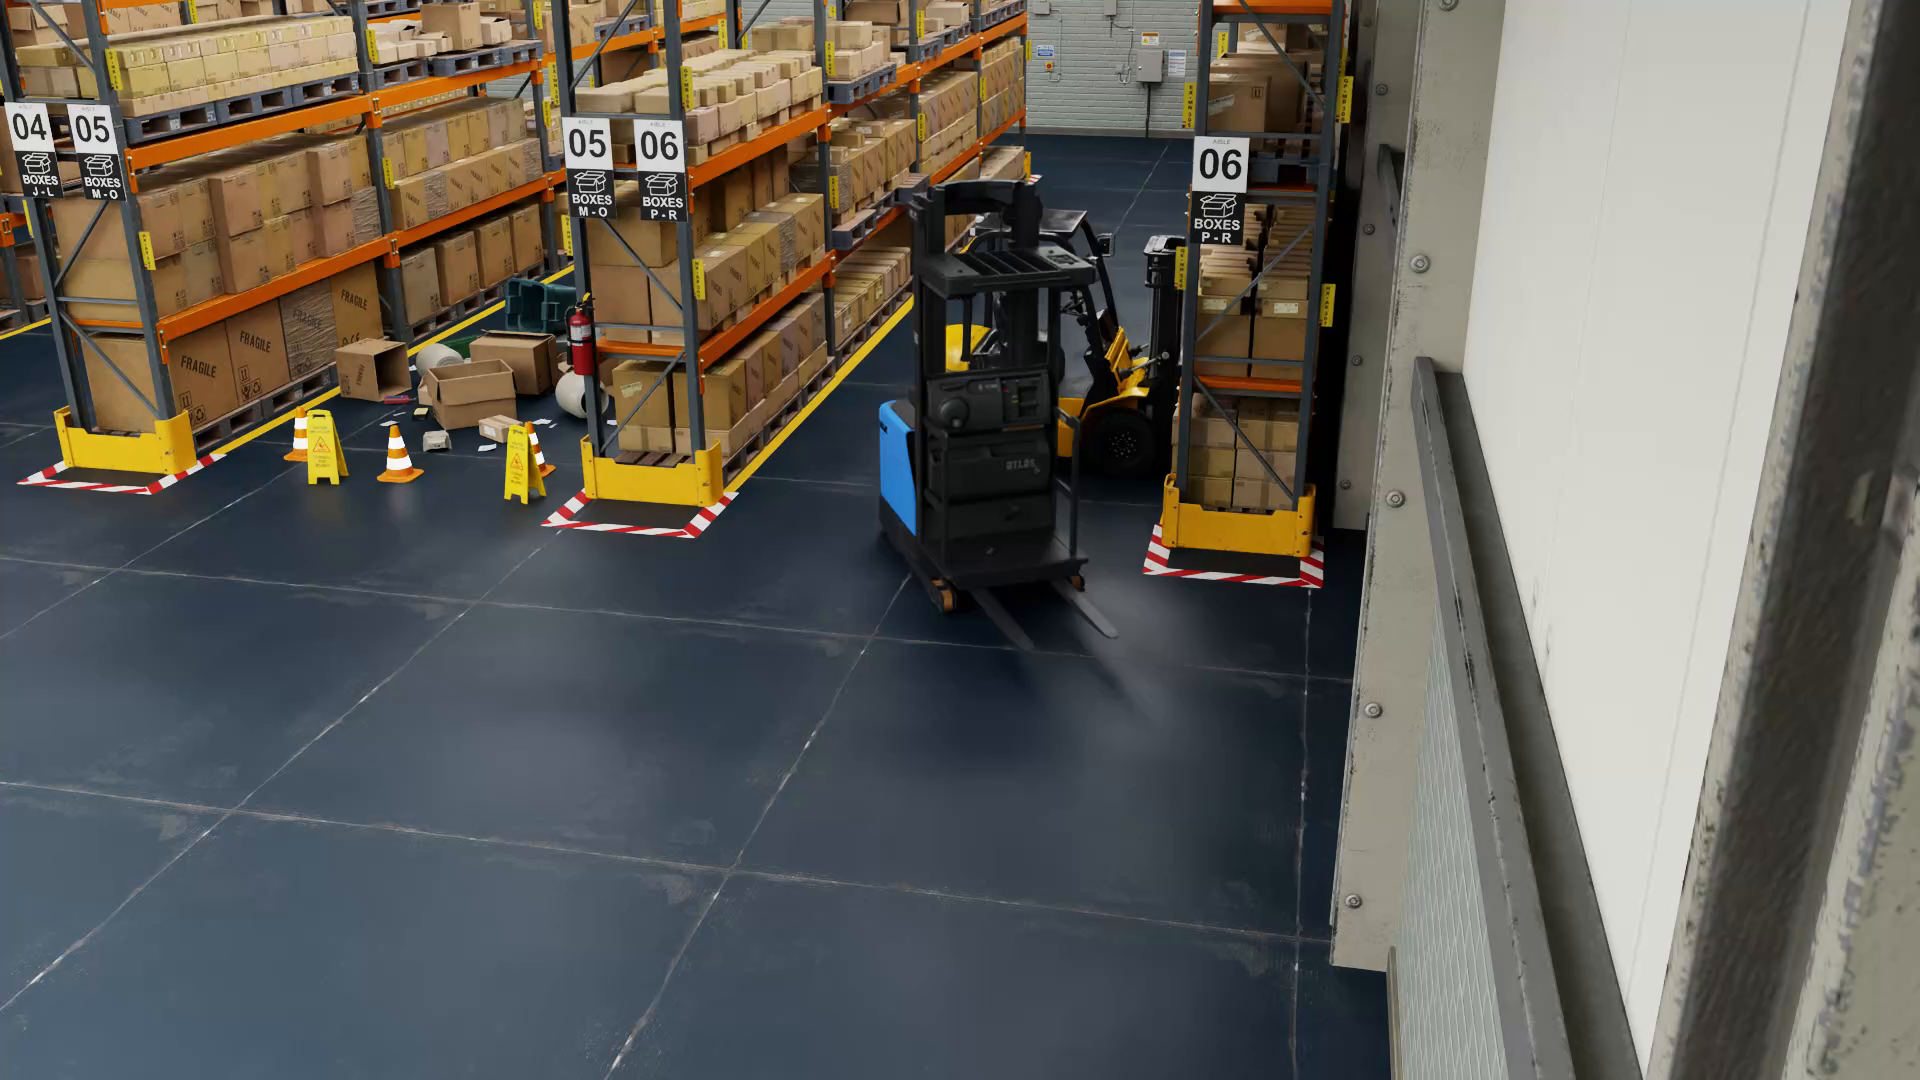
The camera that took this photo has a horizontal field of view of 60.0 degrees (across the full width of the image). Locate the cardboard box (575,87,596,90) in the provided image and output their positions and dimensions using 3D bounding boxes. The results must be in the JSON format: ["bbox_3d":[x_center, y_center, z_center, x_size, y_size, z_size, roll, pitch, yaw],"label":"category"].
[{"bbox_3d":[-5.596,-6.720,25.032,0.380,0.149,0.250,6,23,14],"label":"cardboard box"}]

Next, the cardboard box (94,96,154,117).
[{"bbox_3d":[-7.130,-3.703,14.188,0.380,0.149,0.250,5,22,11],"label":"cardboard box"}]

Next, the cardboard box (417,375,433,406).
[{"bbox_3d":[-5.245,-1.512,16.782,0.396,0.266,0.258,8,23,20],"label":"cardboard box"}]

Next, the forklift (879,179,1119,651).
[{"bbox_3d":[0.280,-1.001,11.946,1.130,2.935,3.031,-7,23,-17],"label":"forklift"}]

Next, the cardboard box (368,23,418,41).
[{"bbox_3d":[-6.555,-5.798,19.173,0.500,0.311,0.500,4,22,9],"label":"cardboard box"}]

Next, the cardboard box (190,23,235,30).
[{"bbox_3d":[-7.311,-4.955,16.229,0.380,0.149,0.250,5,22,11],"label":"cardboard box"}]

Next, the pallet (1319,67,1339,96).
[{"bbox_3d":[3.569,-4.934,17.857,1.003,0.211,1.213,6,23,13],"label":"pallet"}]

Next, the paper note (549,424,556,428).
[{"bbox_3d":[-3.945,-1.109,16.123,0.032,0.001,0.123,4,22,11],"label":"paper note"}]

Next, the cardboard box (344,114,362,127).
[{"bbox_3d":[-9.728,-6.744,25.981,0.500,0.500,0.500,5,22,11],"label":"cardboard box"}]

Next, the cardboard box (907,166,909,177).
[{"bbox_3d":[-0.835,-4.508,20.337,0.380,0.149,0.250,5,22,12],"label":"cardboard box"}]

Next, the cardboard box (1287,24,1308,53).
[{"bbox_3d":[3.454,-5.535,18.267,0.700,0.500,0.500,4,22,10],"label":"cardboard box"}]

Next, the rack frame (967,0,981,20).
[{"bbox_3d":[-0.199,-8.917,23.479,1.000,3.000,0.127,4,22,11],"label":"rack frame"}]

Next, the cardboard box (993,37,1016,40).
[{"bbox_3d":[0.712,-8.167,27.307,0.380,0.149,0.250,5,22,12],"label":"cardboard box"}]

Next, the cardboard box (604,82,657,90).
[{"bbox_3d":[-2.743,-3.723,13.866,0.380,0.149,0.250,4,22,10],"label":"cardboard box"}]

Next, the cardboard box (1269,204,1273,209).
[{"bbox_3d":[3.018,-3.502,17.062,0.380,0.149,0.250,4,22,11],"label":"cardboard box"}]

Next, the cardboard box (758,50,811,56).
[{"bbox_3d":[-1.854,-4.950,17.282,0.500,0.250,0.500,4,22,10],"label":"cardboard box"}]

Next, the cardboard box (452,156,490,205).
[{"bbox_3d":[-6.016,-4.320,19.962,0.500,0.500,0.500,5,22,12],"label":"cardboard box"}]

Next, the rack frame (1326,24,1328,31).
[{"bbox_3d":[3.845,-7.077,18.911,1.000,3.000,0.127,4,22,11],"label":"rack frame"}]

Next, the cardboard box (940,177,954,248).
[{"bbox_3d":[-0.607,-4.453,22.707,0.875,0.875,0.875,5,22,12],"label":"cardboard box"}]

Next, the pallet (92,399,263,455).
[{"bbox_3d":[-7.427,-1.091,15.810,1.003,0.211,1.213,4,22,11],"label":"pallet"}]

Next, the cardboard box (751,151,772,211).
[{"bbox_3d":[-2.259,-3.527,16.256,0.700,0.500,0.500,5,22,11],"label":"cardboard box"}]

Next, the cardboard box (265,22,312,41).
[{"bbox_3d":[-6.615,-5.001,16.344,0.380,0.149,0.250,5,22,12],"label":"cardboard box"}]

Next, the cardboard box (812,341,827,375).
[{"bbox_3d":[-1.689,-1.891,17.183,0.500,0.250,0.500,5,23,13],"label":"cardboard box"}]

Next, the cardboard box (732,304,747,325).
[{"bbox_3d":[-2.107,-2.011,14.699,0.380,0.149,0.250,5,22,12],"label":"cardboard box"}]

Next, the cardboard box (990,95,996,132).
[{"bbox_3d":[0.260,-6.516,25.414,0.500,0.500,0.500,5,22,11],"label":"cardboard box"}]

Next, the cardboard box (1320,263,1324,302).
[{"bbox_3d":[3.002,-2.324,15.005,0.500,0.500,0.500,4,22,9],"label":"cardboard box"}]

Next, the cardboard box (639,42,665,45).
[{"bbox_3d":[-5.015,-7.691,26.595,0.500,0.500,0.500,5,22,12],"label":"cardboard box"}]

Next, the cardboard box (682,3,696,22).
[{"bbox_3d":[-4.494,-8.319,26.209,0.500,0.250,0.500,5,23,13],"label":"cardboard box"}]

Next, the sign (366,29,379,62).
[{"bbox_3d":[-6.154,-5.175,17.405,0.100,0.325,0.005,4,22,11],"label":"sign"}]

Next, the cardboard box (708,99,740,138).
[{"bbox_3d":[-2.172,-3.552,13.977,0.500,0.250,0.500,4,22,10],"label":"cardboard box"}]

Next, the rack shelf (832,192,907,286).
[{"bbox_3d":[-1.423,-3.606,19.286,1.077,0.370,4.000,4,22,11],"label":"rack shelf"}]

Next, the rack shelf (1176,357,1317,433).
[{"bbox_3d":[2.621,-1.766,14.717,1.077,0.370,4.000,4,22,11],"label":"rack shelf"}]

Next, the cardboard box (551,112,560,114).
[{"bbox_3d":[-5.491,-5.708,22.520,0.380,0.149,0.250,4,22,11],"label":"cardboard box"}]

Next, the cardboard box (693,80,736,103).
[{"bbox_3d":[-2.104,-3.771,13.986,0.380,0.149,0.250,4,22,11],"label":"cardboard box"}]

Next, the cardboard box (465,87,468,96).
[{"bbox_3d":[-8.886,-7.986,29.533,0.380,0.149,0.250,5,22,11],"label":"cardboard box"}]

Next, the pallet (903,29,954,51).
[{"bbox_3d":[-0.710,-6.624,22.053,1.003,0.211,1.213,6,23,13],"label":"pallet"}]

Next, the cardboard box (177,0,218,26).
[{"bbox_3d":[-10.662,-7.289,22.753,0.797,0.503,0.637,6,23,14],"label":"cardboard box"}]

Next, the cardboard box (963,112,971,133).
[{"bbox_3d":[-0.145,-5.933,23.633,0.500,0.250,0.500,5,22,12],"label":"cardboard box"}]

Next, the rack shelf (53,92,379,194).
[{"bbox_3d":[-7.106,-3.875,15.938,1.077,0.370,4.000,4,22,11],"label":"rack shelf"}]

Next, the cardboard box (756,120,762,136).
[{"bbox_3d":[-1.988,-3.689,14.851,0.380,0.149,0.250,4,22,9],"label":"cardboard box"}]

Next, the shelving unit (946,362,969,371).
[{"bbox_3d":[-0.122,-0.856,13.904,0.258,1.200,0.503,9,23,20],"label":"shelving unit"}]

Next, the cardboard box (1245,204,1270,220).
[{"bbox_3d":[2.726,-3.119,15.712,0.380,0.149,0.250,5,22,12],"label":"cardboard box"}]

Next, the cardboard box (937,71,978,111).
[{"bbox_3d":[-0.044,-6.462,23.941,0.500,0.500,0.500,5,23,13],"label":"cardboard box"}]

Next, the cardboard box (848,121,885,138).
[{"bbox_3d":[-1.073,-4.732,19.155,0.380,0.149,0.250,3,22,8],"label":"cardboard box"}]

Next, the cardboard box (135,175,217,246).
[{"bbox_3d":[-7.378,-2.997,15.165,0.875,0.550,0.550,4,22,11],"label":"cardboard box"}]

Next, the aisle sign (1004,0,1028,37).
[{"bbox_3d":[0.936,-8.806,27.753,0.394,0.787,0.004,4,22,11],"label":"aisle sign"}]

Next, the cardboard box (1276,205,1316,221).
[{"bbox_3d":[3.168,-3.088,15.637,0.380,0.149,0.250,4,22,9],"label":"cardboard box"}]

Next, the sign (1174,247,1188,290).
[{"bbox_3d":[1.684,-2.062,12.622,0.100,0.325,0.005,4,22,11],"label":"sign"}]

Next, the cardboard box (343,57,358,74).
[{"bbox_3d":[-6.459,-4.907,17.179,0.380,0.149,0.250,4,22,11],"label":"cardboard box"}]

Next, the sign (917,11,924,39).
[{"bbox_3d":[-0.484,-6.260,20.206,0.100,0.325,0.005,4,22,11],"label":"sign"}]

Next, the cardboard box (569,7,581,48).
[{"bbox_3d":[-5.409,-6.822,22.157,0.500,0.500,0.500,4,22,11],"label":"cardboard box"}]

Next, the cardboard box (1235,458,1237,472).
[{"bbox_3d":[2.110,-0.665,14.138,0.500,0.250,0.500,4,22,11],"label":"cardboard box"}]

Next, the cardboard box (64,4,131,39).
[{"bbox_3d":[-10.779,-6.535,20.776,0.500,0.500,0.500,5,22,12],"label":"cardboard box"}]
